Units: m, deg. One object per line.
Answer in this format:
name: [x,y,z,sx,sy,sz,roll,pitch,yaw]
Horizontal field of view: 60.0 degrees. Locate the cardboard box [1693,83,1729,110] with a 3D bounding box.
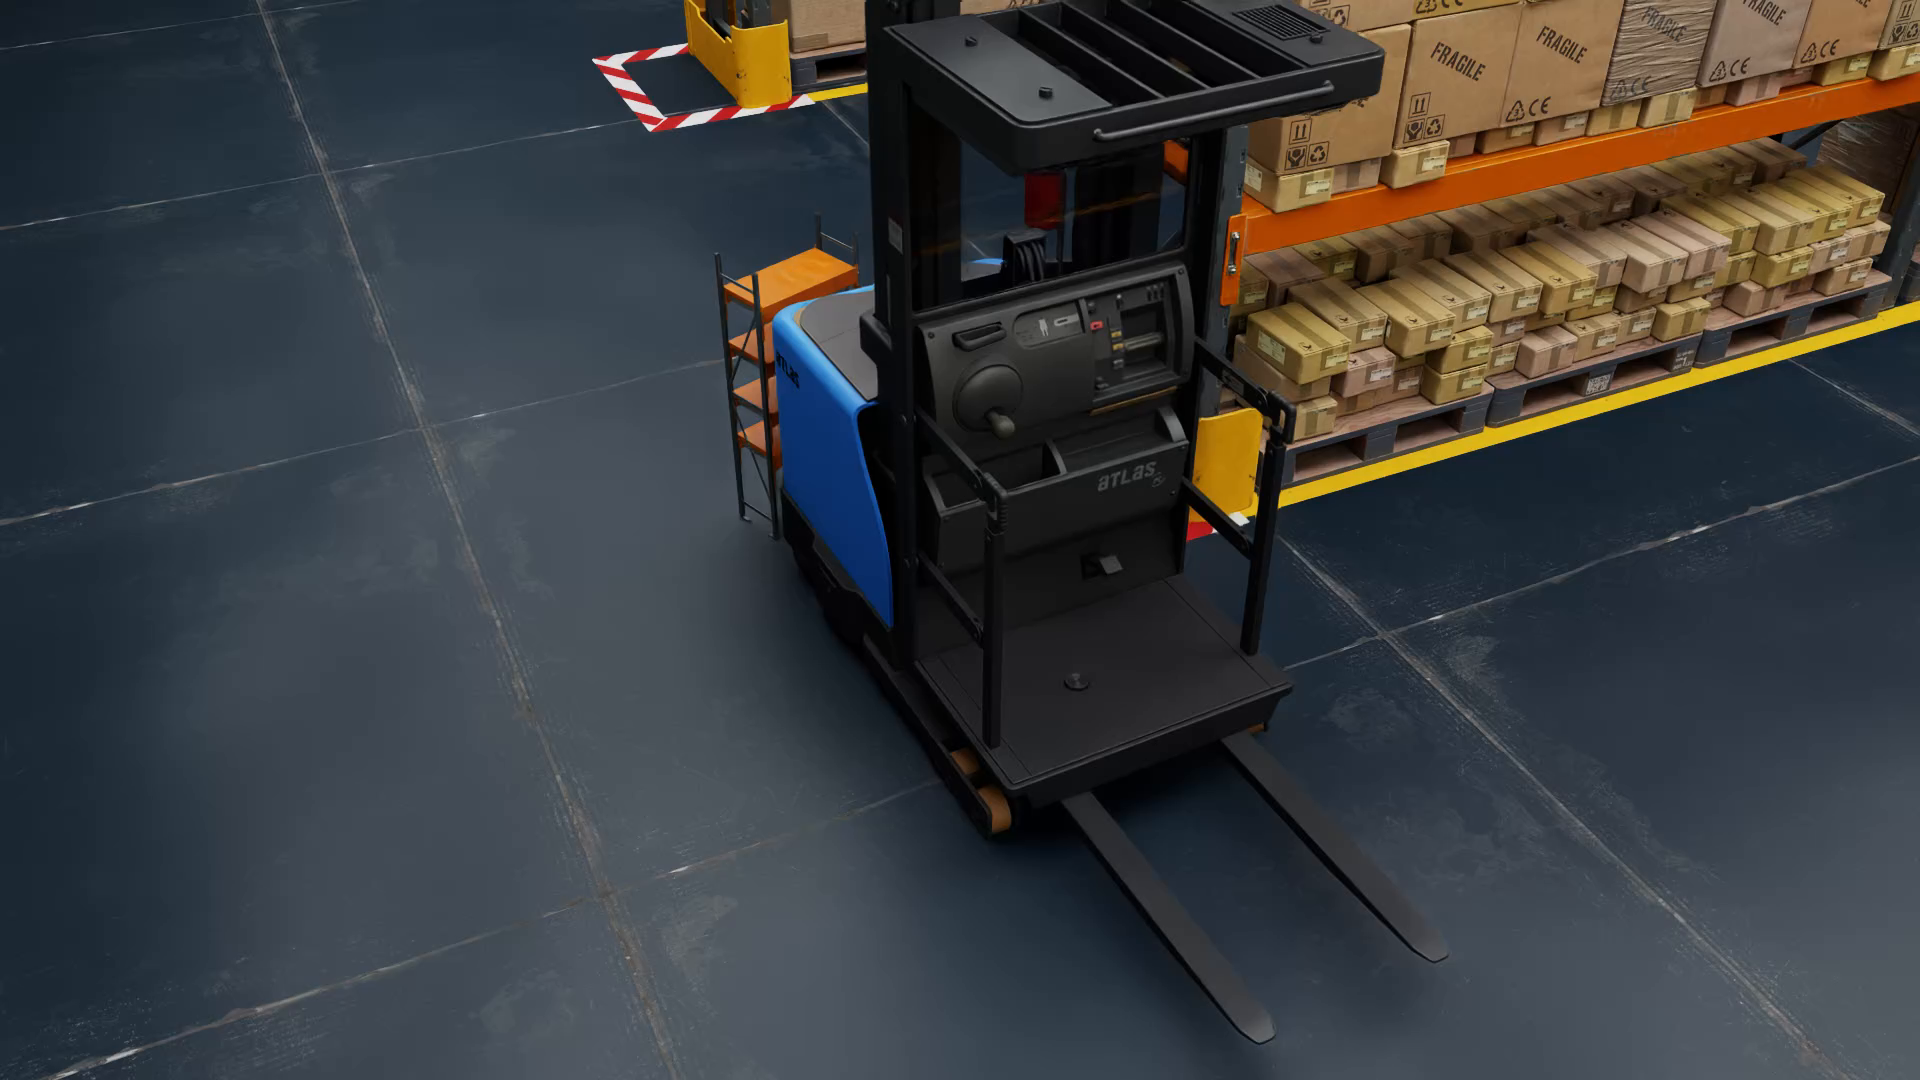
cardboard box: [3.053,-1.984,7.118,0.250,0.149,0.380,-16,40,-21]

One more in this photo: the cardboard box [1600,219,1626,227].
cardboard box: [3.031,-1.522,8.075,0.250,0.149,0.380,-14,39,-18]

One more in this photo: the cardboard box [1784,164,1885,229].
cardboard box: [4.185,-1.648,7.995,0.250,0.149,0.380,-15,39,-19]

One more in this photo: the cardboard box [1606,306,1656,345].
cardboard box: [2.984,-1.064,7.708,0.250,0.149,0.380,-15,39,-19]

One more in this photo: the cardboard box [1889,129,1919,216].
cardboard box: [5.178,-1.824,8.437,0.500,0.500,0.500,-14,39,-18]

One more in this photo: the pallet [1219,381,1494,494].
pallet: [1.594,-0.689,7.501,1.213,0.211,1.003,-16,39,-20]

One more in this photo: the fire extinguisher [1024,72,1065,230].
fire extinguisher: [0.351,-1.607,6.777,0.183,0.674,0.296,-16,39,-20]

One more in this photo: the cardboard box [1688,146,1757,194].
cardboard box: [3.722,-1.865,8.287,0.250,0.149,0.380,-14,39,-18]

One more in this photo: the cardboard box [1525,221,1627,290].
cardboard box: [2.764,-1.274,7.491,0.250,0.149,0.380,-16,39,-20]

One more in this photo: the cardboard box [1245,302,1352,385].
cardboard box: [1.394,-0.815,6.872,0.250,0.149,0.380,-17,40,-22]

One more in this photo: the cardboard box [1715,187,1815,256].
cardboard box: [3.748,-1.495,7.788,0.250,0.149,0.380,-16,39,-20]

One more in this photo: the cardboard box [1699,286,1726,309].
cardboard box: [3.413,-1.233,7.934,0.250,0.149,0.380,-17,40,-21]

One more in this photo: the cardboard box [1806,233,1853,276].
cardboard box: [4.006,-1.432,7.954,0.250,0.149,0.380,-18,40,-22]

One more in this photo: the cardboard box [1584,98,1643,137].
cardboard box: [2.598,-1.830,6.910,0.250,0.149,0.380,-14,39,-18]

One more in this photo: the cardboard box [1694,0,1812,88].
cardboard box: [3.157,-2.244,6.924,0.500,0.500,0.500,-16,39,-20]

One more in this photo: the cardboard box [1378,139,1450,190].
cardboard box: [1.687,-1.533,6.510,0.250,0.149,0.380,-17,40,-21]

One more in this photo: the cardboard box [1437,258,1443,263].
cardboard box: [2.065,-1.304,7.781,0.250,0.149,0.380,-15,39,-19]

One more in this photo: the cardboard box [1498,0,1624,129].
cardboard box: [2.221,-1.994,6.586,0.500,0.500,0.500,-15,39,-19]

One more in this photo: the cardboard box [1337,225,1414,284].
cardboard box: [1.840,-1.334,7.572,0.250,0.149,0.380,-17,40,-22]

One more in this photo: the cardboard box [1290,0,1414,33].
cardboard box: [1.294,-2.135,5.937,0.500,0.500,0.500,-16,39,-20]

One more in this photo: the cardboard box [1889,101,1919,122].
cardboard box: [4.963,-2.406,8.592,0.500,0.250,0.500,-17,40,-21]

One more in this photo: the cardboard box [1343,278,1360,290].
cardboard box: [1.601,-1.166,7.595,0.250,0.149,0.380,-17,40,-22]

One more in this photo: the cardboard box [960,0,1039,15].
cardboard box: [-0.040,-3.844,11.212,0.875,0.438,0.875,-15,39,-19]

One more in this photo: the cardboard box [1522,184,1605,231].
cardboard box: [2.811,-1.562,7.879,0.250,0.149,0.380,-17,40,-22]

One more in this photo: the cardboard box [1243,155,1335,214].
cardboard box: [1.208,-1.407,6.340,0.250,0.149,0.380,-16,39,-20]

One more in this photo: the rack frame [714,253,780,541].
rack frame: [-0.822,-0.532,6.460,0.015,1.200,0.240,-30,46,-34]

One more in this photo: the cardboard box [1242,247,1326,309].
cardboard box: [1.399,-1.169,7.349,0.250,0.149,0.380,-15,39,-19]

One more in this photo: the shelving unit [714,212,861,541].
shelving unit: [-0.649,-0.634,6.597,0.503,1.200,0.258,-30,46,-34]

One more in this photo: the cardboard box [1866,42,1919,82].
cardboard box: [4.050,-2.192,7.398,0.250,0.149,0.380,-17,40,-21]

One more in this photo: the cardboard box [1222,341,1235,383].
cardboard box: [1.163,-0.872,7.449,0.250,0.149,0.380,-15,39,-19]

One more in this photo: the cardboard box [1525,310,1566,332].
cardboard box: [2.520,-1.105,7.512,0.250,0.149,0.380,-14,39,-18]

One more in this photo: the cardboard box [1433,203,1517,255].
cardboard box: [2.346,-1.439,7.714,0.250,0.149,0.380,-17,40,-21]

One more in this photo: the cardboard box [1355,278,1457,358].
cardboard box: [1.875,-0.944,7.046,0.250,0.149,0.380,-16,39,-20]

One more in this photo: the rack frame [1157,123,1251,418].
rack frame: [0.775,-1.603,6.393,0.127,3.000,1.000,-16,39,-20]

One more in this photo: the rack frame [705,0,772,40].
rack frame: [-1.420,-4.247,9.958,0.127,3.000,1.000,-16,39,-20]

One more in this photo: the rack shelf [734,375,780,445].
rack shelf: [-0.649,-0.580,6.637,0.480,0.148,0.258,-30,46,-34]

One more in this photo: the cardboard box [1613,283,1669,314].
cardboard box: [3.029,-1.212,7.657,0.250,0.149,0.380,-17,40,-22]

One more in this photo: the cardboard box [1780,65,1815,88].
cardboard box: [3.520,-2.128,7.312,0.250,0.149,0.380,-17,40,-21]

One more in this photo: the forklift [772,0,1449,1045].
forklift: [0.416,-0.518,4.988,1.130,2.935,3.031,-17,40,-22]

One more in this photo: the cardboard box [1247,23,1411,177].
cardboard box: [1.299,-1.727,6.227,0.500,0.500,0.500,-14,39,-18]

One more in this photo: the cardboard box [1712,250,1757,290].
cardboard box: [3.503,-1.344,7.835,0.250,0.149,0.380,-15,39,-20]

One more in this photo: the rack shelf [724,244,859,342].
rack shelf: [-0.649,-0.949,6.363,0.480,0.148,0.258,-30,46,-34]

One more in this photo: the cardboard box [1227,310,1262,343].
cardboard box: [1.132,-1.034,7.416,0.250,0.149,0.380,-17,40,-21]

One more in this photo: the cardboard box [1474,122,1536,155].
cardboard box: [2.119,-1.728,6.773,0.250,0.149,0.380,-16,39,-20]

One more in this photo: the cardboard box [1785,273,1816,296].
cardboard box: [3.915,-1.335,8.073,0.250,0.149,0.380,-15,39,-19]

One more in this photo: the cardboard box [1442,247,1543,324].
cardboard box: [2.319,-1.117,7.279,0.250,0.149,0.380,-14,39,-18]

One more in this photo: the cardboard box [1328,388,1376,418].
cardboard box: [1.588,-0.697,7.212,0.250,0.149,0.380,-16,39,-20]

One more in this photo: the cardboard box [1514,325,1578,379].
cardboard box: [2.540,-0.901,7.488,0.250,0.149,0.380,-18,40,-22]

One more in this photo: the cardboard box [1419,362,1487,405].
cardboard box: [2.087,-0.769,7.310,0.250,0.149,0.380,-15,39,-19]

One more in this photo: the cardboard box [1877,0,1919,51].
cardboard box: [4.078,-2.500,7.269,0.500,0.500,0.500,-16,39,-20]

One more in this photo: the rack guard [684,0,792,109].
rack guard: [-1.441,-3.237,10.694,0.348,0.500,1.175,-16,39,-20]

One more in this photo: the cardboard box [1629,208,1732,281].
cardboard box: [3.274,-1.353,7.597,0.250,0.149,0.380,-18,40,-22]

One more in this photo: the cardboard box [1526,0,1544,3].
cardboard box: [2.229,-2.385,6.275,0.500,0.500,0.500,-17,40,-21]

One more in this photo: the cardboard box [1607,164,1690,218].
cardboard box: [3.287,-1.696,8.060,0.250,0.149,0.380,-17,40,-21]

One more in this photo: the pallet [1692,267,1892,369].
pallet: [3.803,-1.306,8.334,1.213,0.211,1.003,-16,39,-20]

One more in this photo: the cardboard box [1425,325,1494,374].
cardboard box: [2.093,-0.895,7.230,0.250,0.149,0.380,-14,39,-19]

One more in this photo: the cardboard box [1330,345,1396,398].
cardboard box: [1.630,-0.779,7.073,0.250,0.149,0.380,-16,39,-20]
